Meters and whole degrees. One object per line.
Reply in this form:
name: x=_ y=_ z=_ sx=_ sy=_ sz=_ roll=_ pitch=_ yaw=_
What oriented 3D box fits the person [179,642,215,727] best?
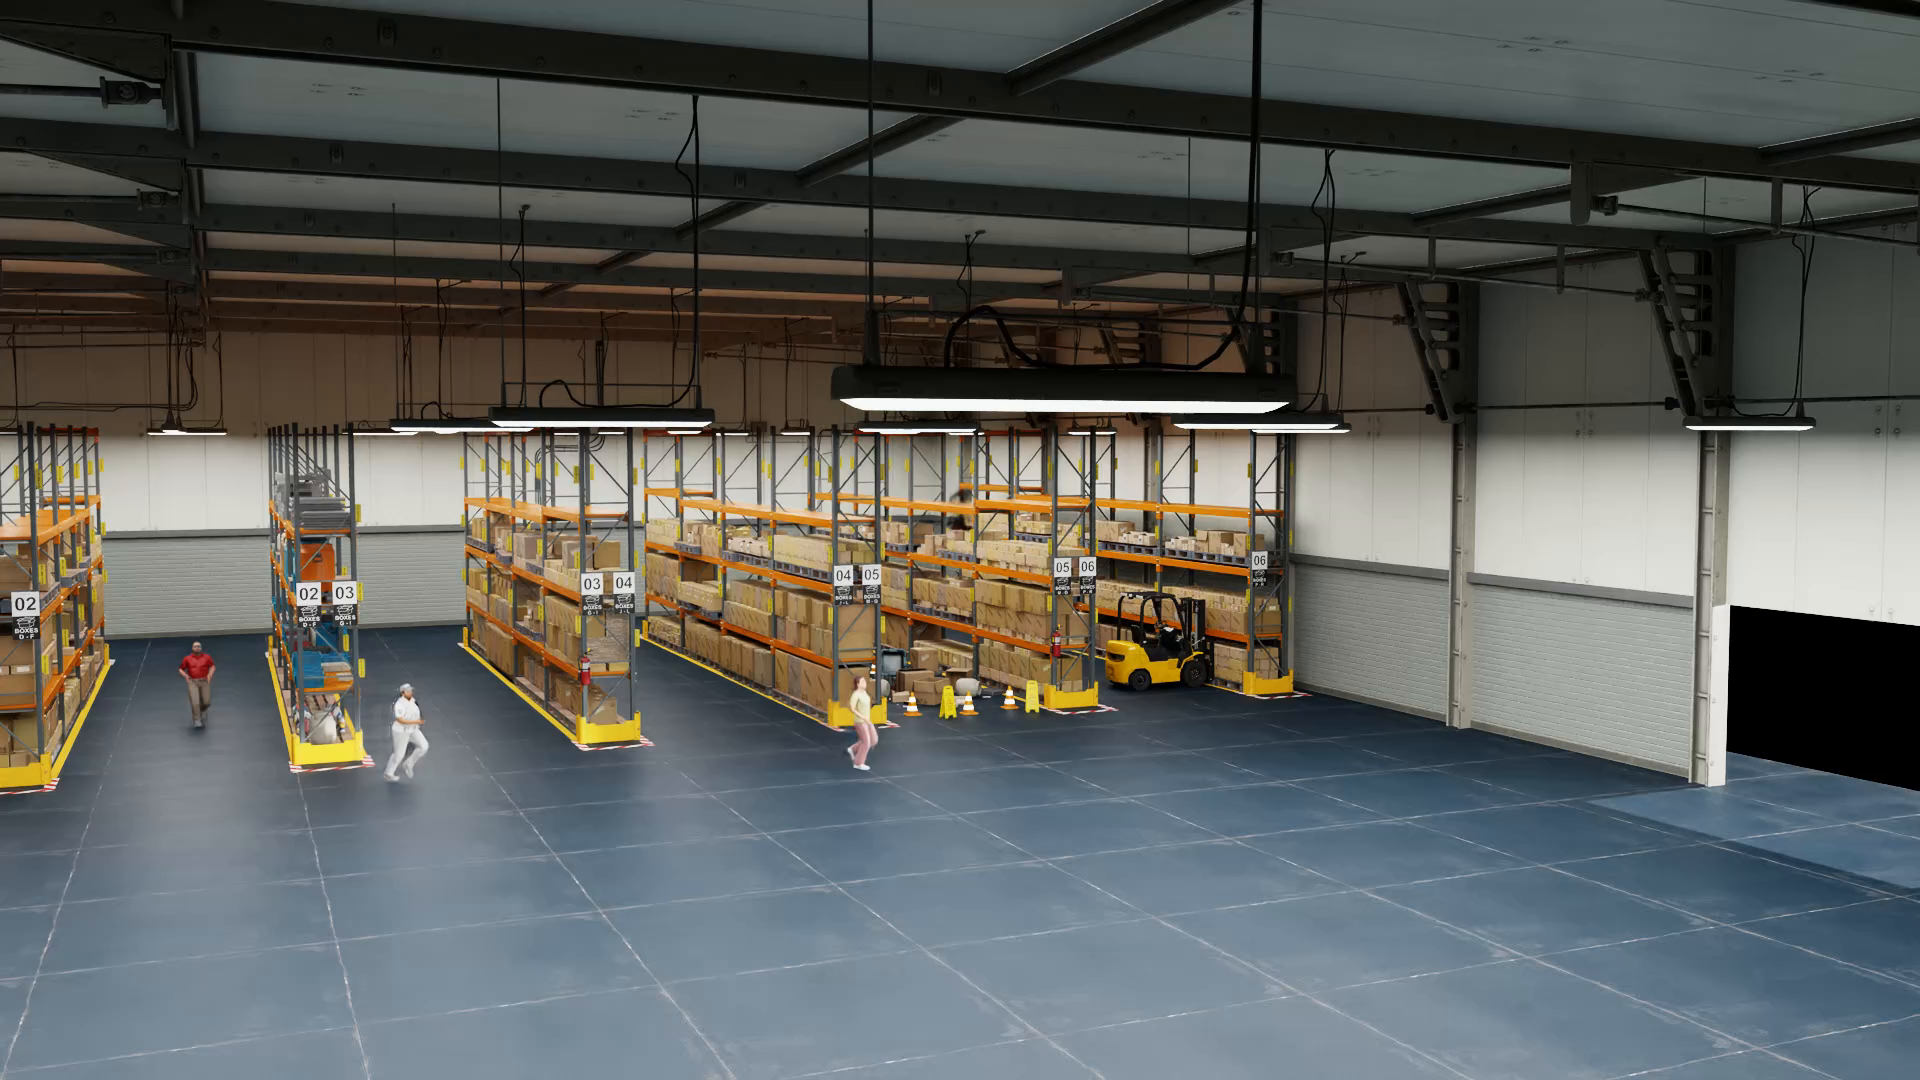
person: x=-15.153 y=2.862 z=33.064 sx=0.661 sy=1.673 sz=0.605 roll=-2 pitch=4 yaw=-31

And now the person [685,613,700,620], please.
person: x=-8.044 y=1.829 z=49.579 sx=0.671 sy=1.728 sz=0.665 roll=-2 pitch=4 yaw=-25

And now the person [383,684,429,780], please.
person: x=-9.222 y=3.194 z=27.757 sx=0.800 sy=1.620 sz=0.621 roll=1 pitch=4 yaw=21

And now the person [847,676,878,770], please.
person: x=-1.707 y=3.154 z=28.793 sx=0.535 sy=1.633 sz=0.584 roll=1 pitch=4 yaw=19
